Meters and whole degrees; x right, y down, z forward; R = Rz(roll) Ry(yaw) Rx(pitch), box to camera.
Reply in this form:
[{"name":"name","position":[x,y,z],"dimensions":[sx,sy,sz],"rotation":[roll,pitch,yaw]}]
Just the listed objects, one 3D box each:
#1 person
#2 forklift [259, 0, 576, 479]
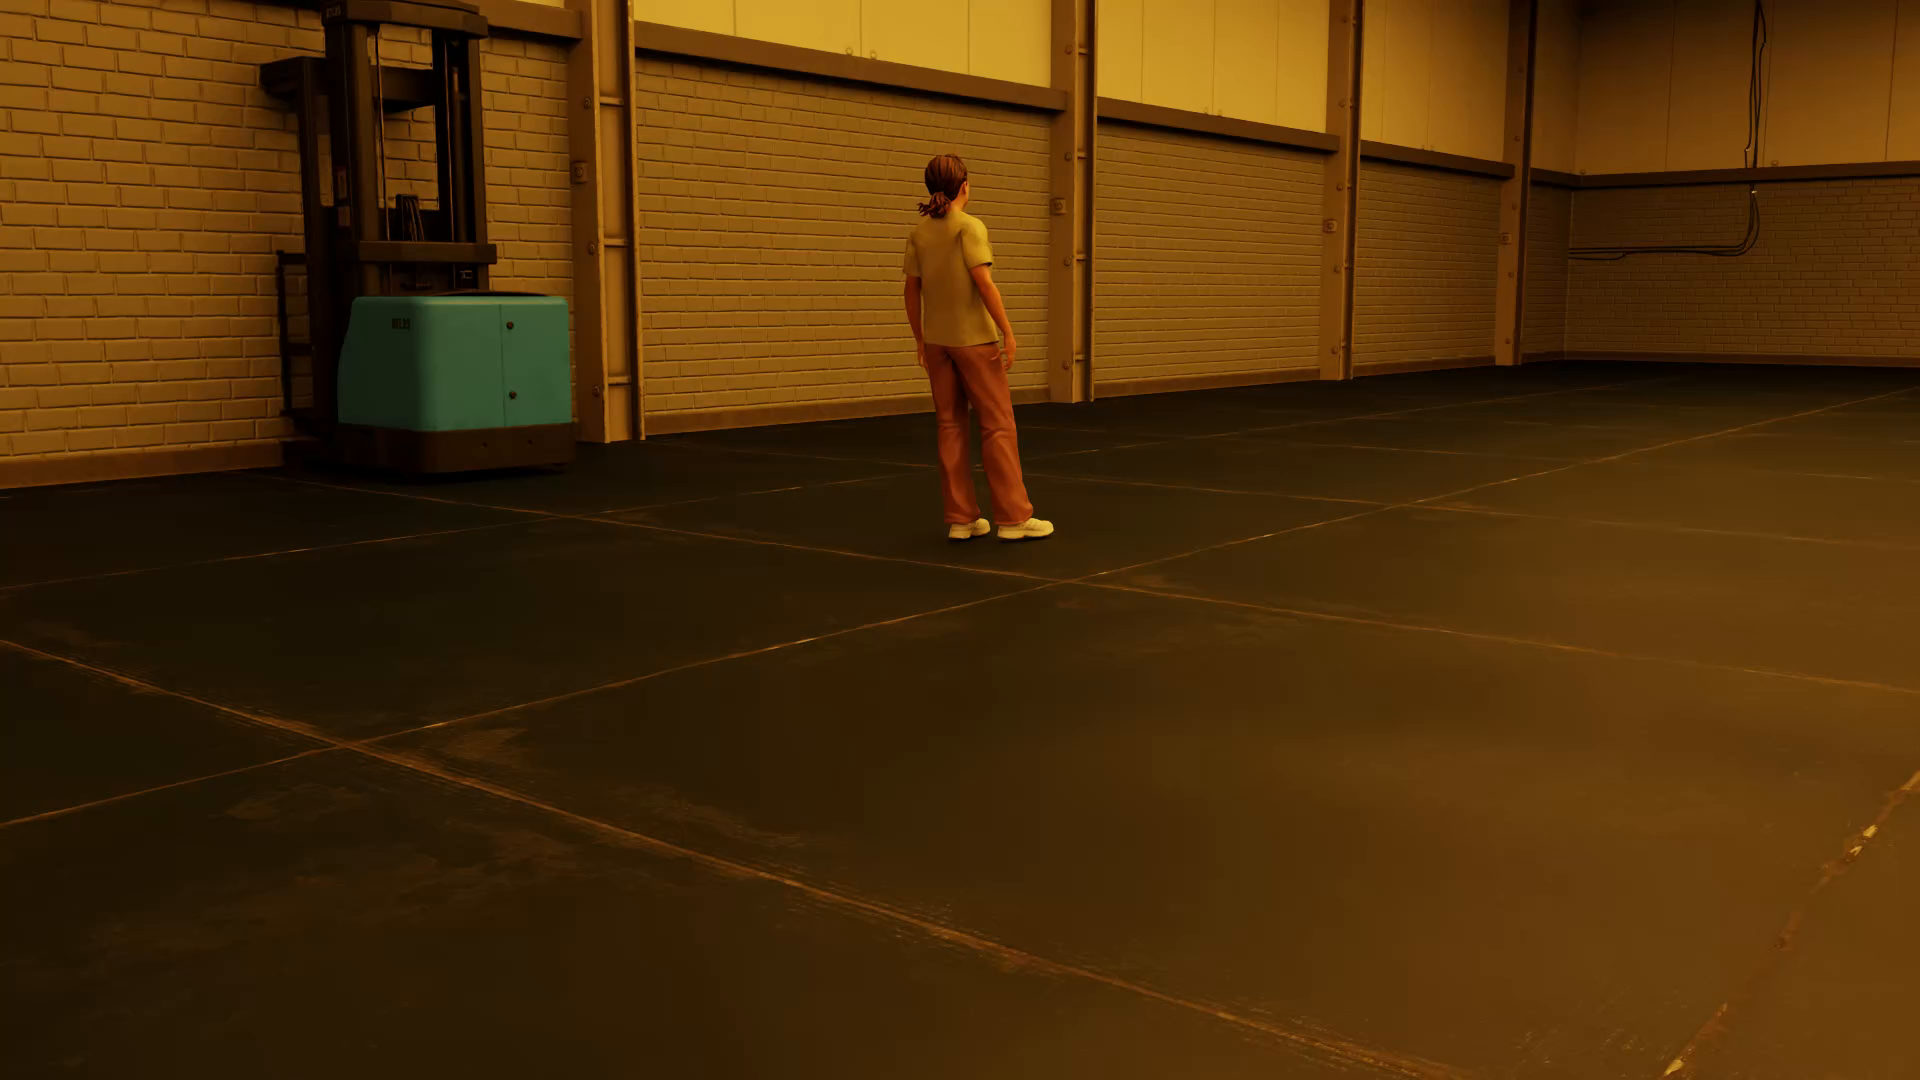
[{"name":"person","position":[0.055,-0.844,7.332],"dimensions":[0.553,1.675,0.549],"rotation":[7,11,38]},{"name":"forklift","position":[-3.774,-1.958,10.663],"dimensions":[3.031,2.935,1.130],"rotation":[8,11,43]}]
